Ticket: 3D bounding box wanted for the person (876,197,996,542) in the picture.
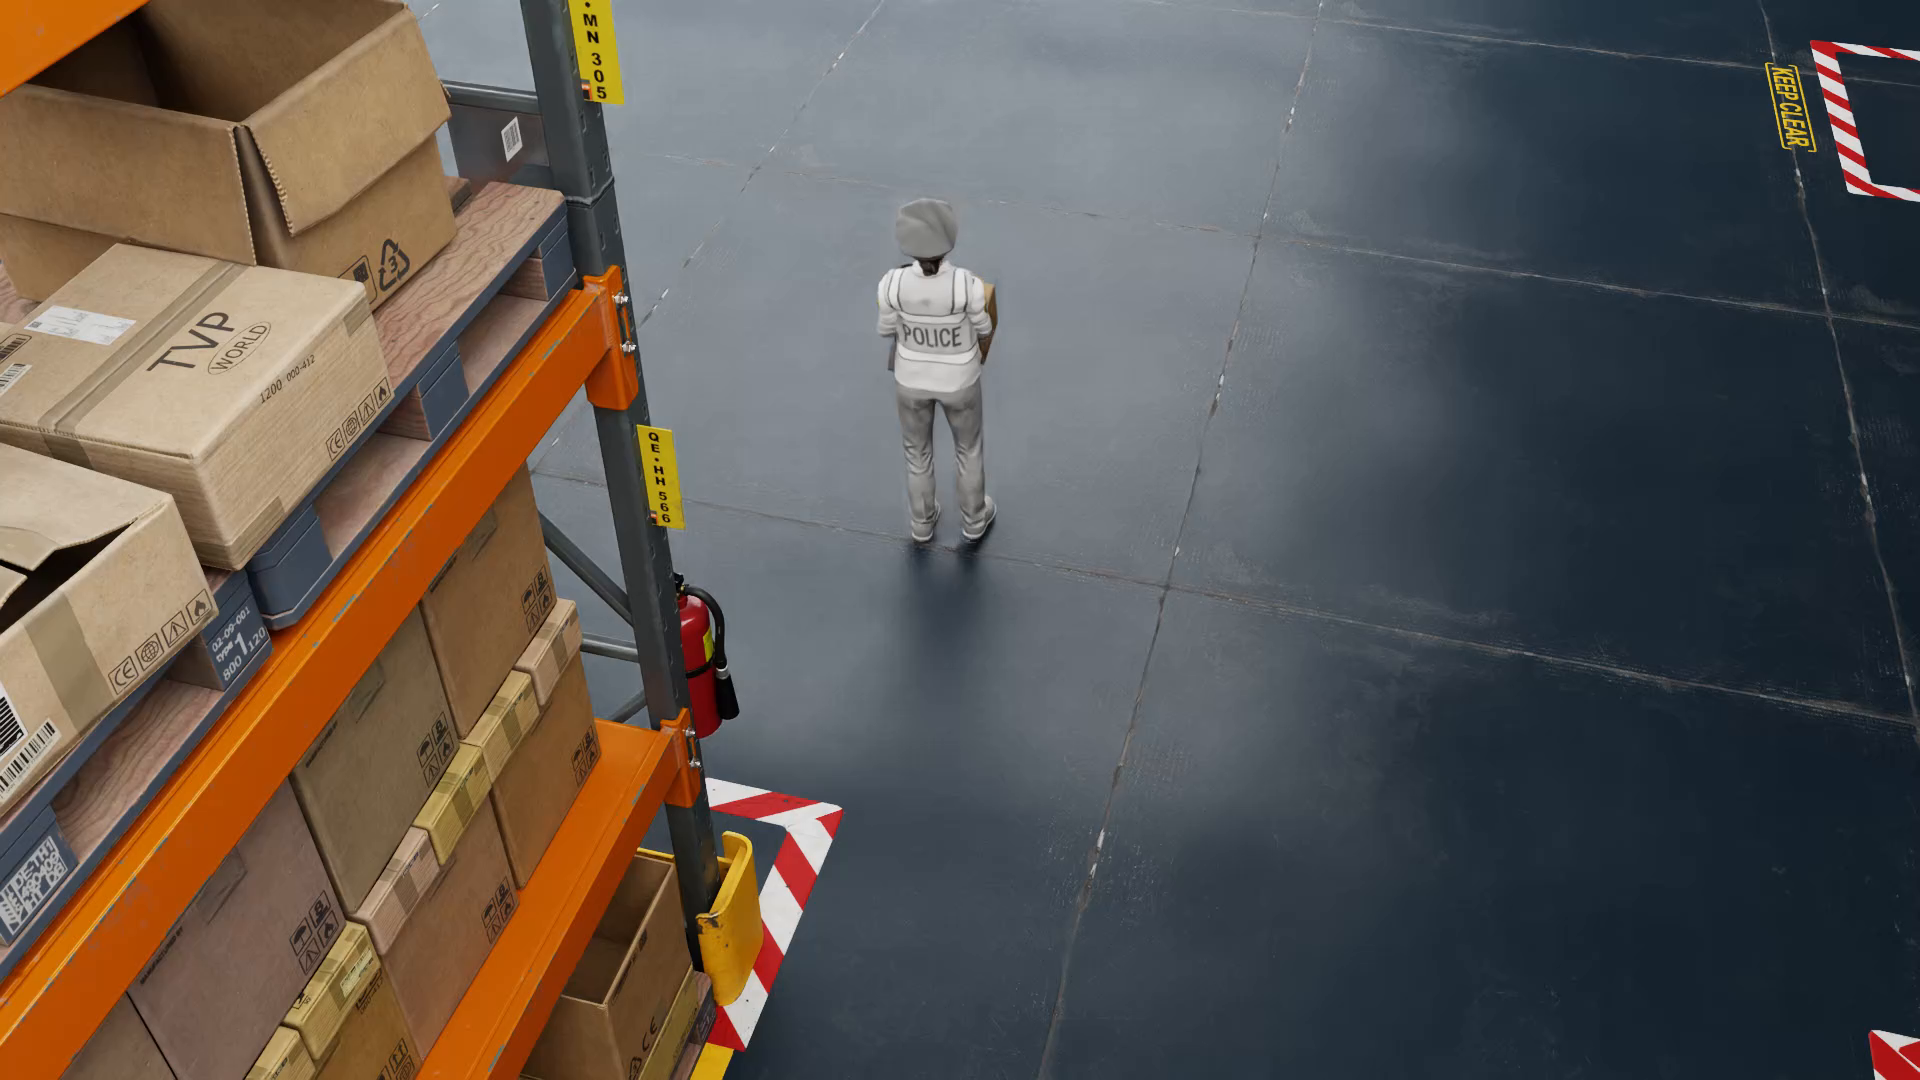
[{"bbox_3d":[-0.092,-0.708,6.937,0.496,1.700,0.543,3,41,4],"label":"person"}]
